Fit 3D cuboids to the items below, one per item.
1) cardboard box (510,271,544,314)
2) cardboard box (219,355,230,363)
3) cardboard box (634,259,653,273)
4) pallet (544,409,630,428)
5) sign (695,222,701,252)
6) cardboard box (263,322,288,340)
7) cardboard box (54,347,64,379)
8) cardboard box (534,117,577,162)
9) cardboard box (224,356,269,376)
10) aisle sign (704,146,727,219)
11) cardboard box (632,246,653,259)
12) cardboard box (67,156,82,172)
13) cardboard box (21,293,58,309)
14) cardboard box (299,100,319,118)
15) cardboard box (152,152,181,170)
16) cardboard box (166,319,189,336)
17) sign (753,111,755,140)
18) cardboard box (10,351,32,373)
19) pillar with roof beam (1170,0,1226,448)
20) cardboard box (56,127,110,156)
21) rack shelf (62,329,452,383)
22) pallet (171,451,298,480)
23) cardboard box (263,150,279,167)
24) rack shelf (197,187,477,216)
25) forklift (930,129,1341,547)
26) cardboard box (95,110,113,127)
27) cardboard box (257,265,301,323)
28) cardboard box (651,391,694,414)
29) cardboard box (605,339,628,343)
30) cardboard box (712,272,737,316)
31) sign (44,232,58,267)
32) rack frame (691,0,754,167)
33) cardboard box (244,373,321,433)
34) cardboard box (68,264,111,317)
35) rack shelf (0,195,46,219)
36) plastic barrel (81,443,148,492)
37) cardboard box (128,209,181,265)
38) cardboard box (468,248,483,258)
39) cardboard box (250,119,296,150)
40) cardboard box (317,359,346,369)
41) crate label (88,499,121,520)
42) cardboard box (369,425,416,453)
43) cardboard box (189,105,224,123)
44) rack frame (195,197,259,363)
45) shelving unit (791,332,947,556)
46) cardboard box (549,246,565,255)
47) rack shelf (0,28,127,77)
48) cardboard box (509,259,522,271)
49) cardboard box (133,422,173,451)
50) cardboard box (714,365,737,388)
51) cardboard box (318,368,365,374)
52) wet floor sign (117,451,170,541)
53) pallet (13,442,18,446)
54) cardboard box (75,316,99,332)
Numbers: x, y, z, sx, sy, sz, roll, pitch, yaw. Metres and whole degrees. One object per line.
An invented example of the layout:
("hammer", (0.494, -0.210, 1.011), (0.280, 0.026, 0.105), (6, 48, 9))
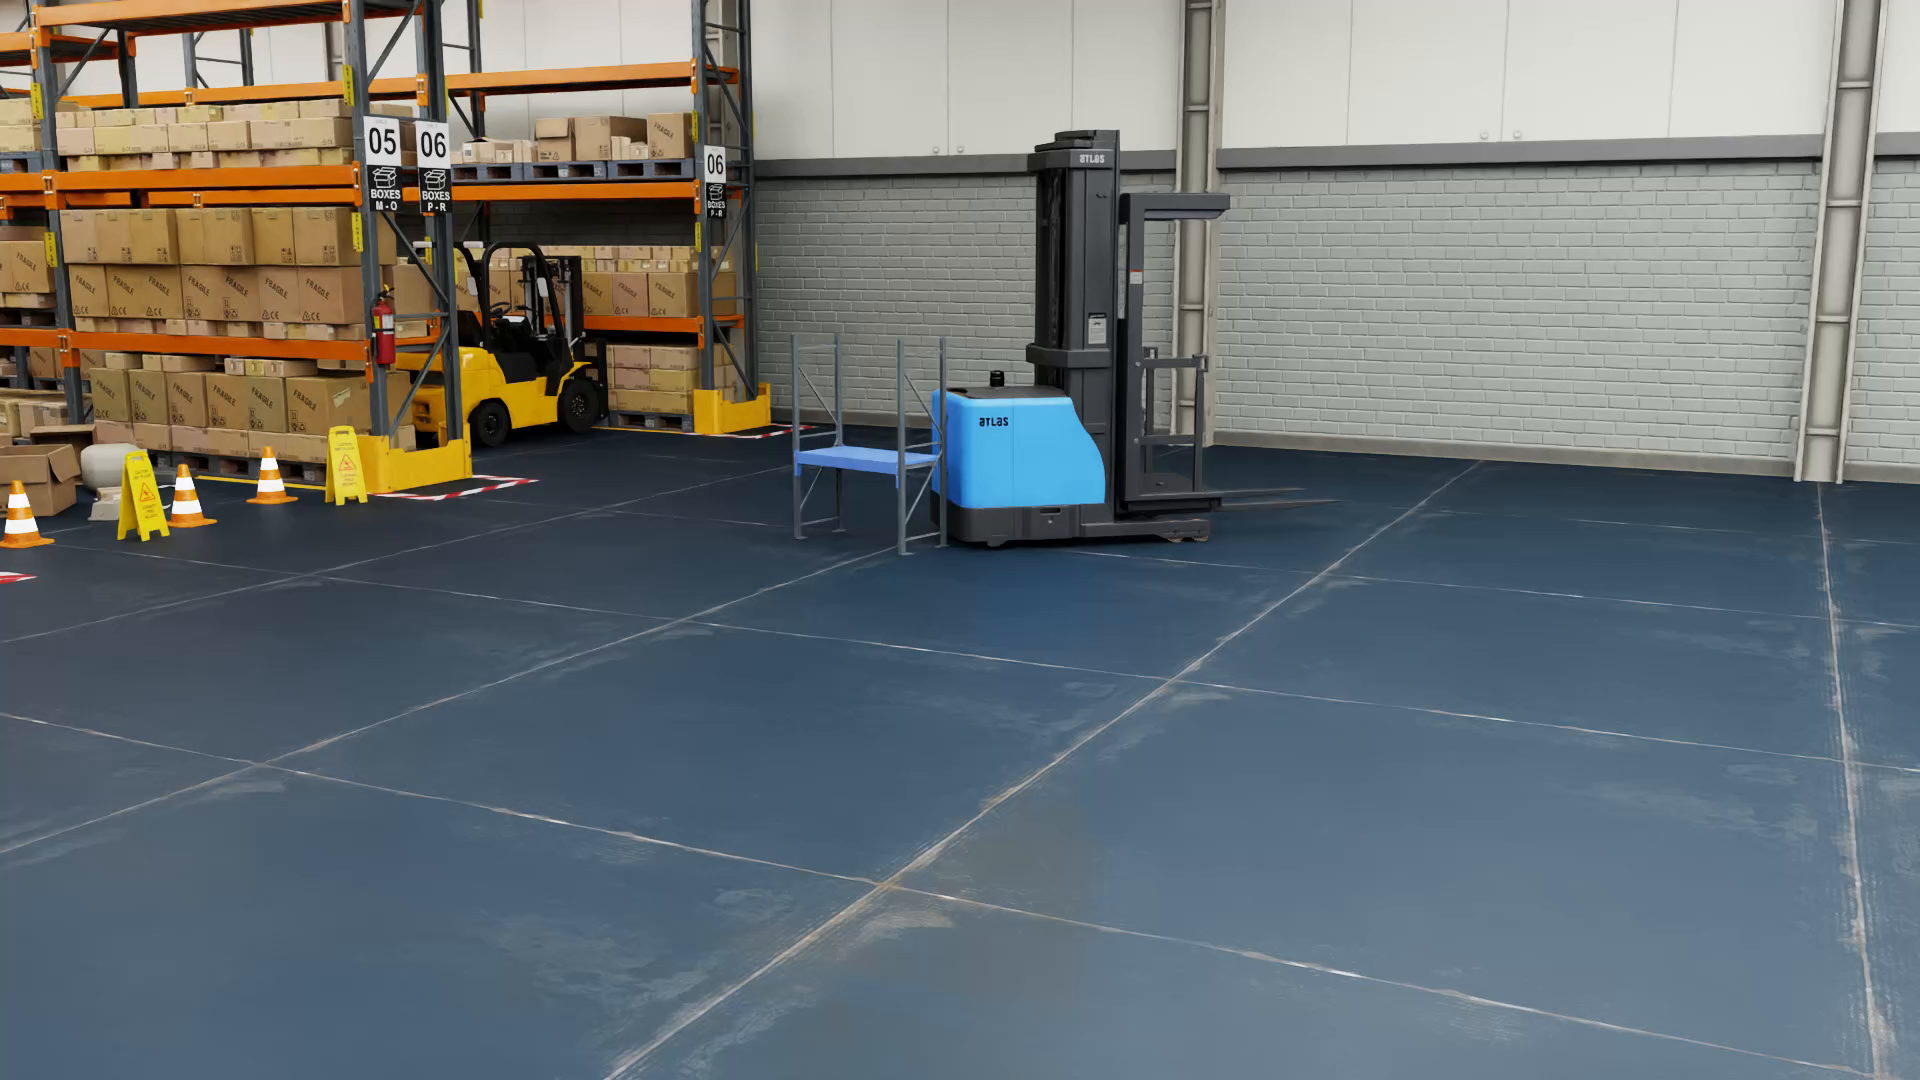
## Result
("cardboard box", (-5.038, -2.981, 19.998), (0.500, 0.500, 0.500), (5, 11, 25))
("cardboard box", (-10.311, -2.378, 22.784), (0.500, 0.500, 0.500), (5, 12, 27))
("cardboard box", (-3.545, -3.168, 19.210), (0.250, 0.149, 0.380), (5, 12, 27))
("pallet", (-4.457, -1.549, 20.198), (1.213, 0.211, 1.003), (5, 11, 26))
("sign", (-2.915, -3.372, 18.524), (0.005, 0.325, 0.100), (5, 11, 26))
("cardboard box", (-6.027, -1.891, 14.964), (0.250, 0.149, 0.380), (5, 12, 27))
("cardboard box", (-12.608, -2.579, 23.899), (0.500, 0.500, 0.500), (5, 11, 25))
("cardboard box", (-4.549, -4.699, 19.599), (0.637, 0.503, 0.797), (5, 12, 28))
("cardboard box", (-6.508, -1.601, 15.270), (0.250, 0.149, 0.380), (6, 12, 28))
("aisle sign", (-2.734, -3.999, 18.602), (0.004, 0.787, 0.394), (5, 11, 26))
("cardboard box", (-3.559, -3.312, 19.168), (0.250, 0.149, 0.380), (5, 12, 27))
("cardboard box", (-8.270, -3.582, 15.880), (0.250, 0.149, 0.380), (5, 11, 25))
("cardboard box", (-9.026, -2.373, 16.446), (0.250, 0.149, 0.380), (5, 11, 27))
("cardboard box", (-5.504, -3.729, 14.456), (0.250, 0.149, 0.380), (5, 12, 27))
("cardboard box", (-7.154, -3.467, 15.245), (0.250, 0.149, 0.380), (5, 11, 25))
("cardboard box", (-7.159, -1.992, 15.518), (0.250, 0.149, 0.380), (5, 11, 26))
("sign", (-2.412, -4.805, 19.256), (0.005, 0.325, 0.100), (5, 11, 26))
("cardboard box", (-13.912, -2.690, 25.044), (0.500, 0.311, 0.500), (5, 12, 28))
("pillar with roof beam", (0.588, -4.762, 13.274), (0.400, 9.000, 9.100), (5, 11, 26))
("cardboard box", (-8.169, -3.764, 15.767), (0.500, 0.250, 0.500), (5, 11, 25))
("rack shelf", (-6.649, -1.782, 15.674), (4.000, 0.370, 1.077), (5, 11, 26))
("pallet", (-6.727, -0.778, 15.938), (1.213, 0.211, 1.003), (5, 11, 26))
("cardboard box", (-5.958, -3.386, 14.797), (0.250, 0.149, 0.380), (5, 11, 26))
("rack shelf", (-8.043, -4.366, 21.530), (4.000, 0.370, 1.077), (5, 11, 26))
("forklift", (1.351, -1.512, 12.353), (3.031, 2.935, 1.130), (-3, 11, -14))
("cardboard box", (-7.826, -3.923, 15.529), (0.250, 0.149, 0.380), (5, 11, 24))
("cardboard box", (-5.911, -2.213, 14.919), (0.500, 0.500, 0.500), (5, 11, 26))
("cardboard box", (-3.224, -1.612, 19.254), (0.500, 0.250, 0.500), (5, 11, 26))
("cardboard box", (-4.360, -2.307, 20.286), (0.500, 0.250, 0.500), (5, 11, 25))
("cardboard box", (-2.984, -2.904, 19.573), (0.500, 0.500, 0.500), (5, 12, 28))
("sign", (-8.685, -2.774, 15.886), (0.005, 0.325, 0.100), (5, 11, 26))
("rack frame", (-2.663, -5.724, 18.587), (0.127, 3.000, 1.000), (5, 11, 26))
("cardboard box", (-6.159, -1.263, 15.223), (0.500, 0.500, 0.500), (6, 12, 28))
("cardboard box", (-8.171, -2.410, 16.008), (0.500, 0.500, 0.500), (5, 11, 26))
("rack shelf", (-15.218, -4.997, 25.013), (4.000, 0.370, 1.077), (5, 11, 26))
("plastic barrel", (-7.378, -0.632, 14.532), (0.512, 0.421, 0.421), (-4, 11, -23))
("cardboard box", (-7.257, -2.824, 15.489), (0.500, 0.500, 0.700), (5, 11, 25))
("cardboard box", (-5.813, -3.526, 20.350), (0.250, 0.149, 0.380), (5, 11, 27))
("cardboard box", (-5.878, -3.566, 14.676), (0.500, 0.250, 0.500), (5, 11, 25))
("cardboard box", (-8.090, -2.285, 21.924), (0.625, 0.625, 0.875), (5, 11, 23))
("crate label", (-6.731, -0.246, 13.203), (0.298, 0.136, 0.250), (-1, 10, -4))
("cardboard box", (-5.457, -0.940, 15.542), (0.500, 0.250, 0.500), (5, 11, 25))
("cardboard box", (-6.680, -3.818, 14.948), (0.250, 0.149, 0.380), (5, 12, 27))
("rack frame", (-9.837, -3.402, 22.604), (0.127, 3.000, 1.000), (5, 11, 26))
("shelving unit", (-0.658, -0.720, 11.995), (1.048, 1.500, 0.538), (8, 13, 38))
("cardboard box", (-4.673, -3.423, 19.785), (0.250, 0.149, 0.380), (5, 11, 26))
("rack shelf", (-10.236, -4.852, 16.917), (4.000, 0.370, 1.077), (5, 11, 26))
("cardboard box", (-5.178, -3.300, 19.936), (0.250, 0.149, 0.380), (5, 11, 25))
("cardboard box", (-7.549, -1.017, 15.971), (0.500, 0.250, 0.500), (6, 12, 29))
("cardboard box", (-2.992, -1.941, 19.672), (0.500, 0.250, 0.500), (5, 12, 27))
("cardboard box", (-5.949, -1.351, 15.709), (0.500, 0.500, 0.500), (5, 11, 24))
("wet floor sign", (-6.053, -0.335, 12.271), (0.232, 0.644, 0.267), (3, 11, 16))
("pallet", (-10.240, -1.079, 17.597), (1.213, 0.211, 1.003), (5, 11, 26))
("cardboard box", (-8.302, -2.094, 16.083), (0.250, 0.149, 0.380), (5, 11, 26))
